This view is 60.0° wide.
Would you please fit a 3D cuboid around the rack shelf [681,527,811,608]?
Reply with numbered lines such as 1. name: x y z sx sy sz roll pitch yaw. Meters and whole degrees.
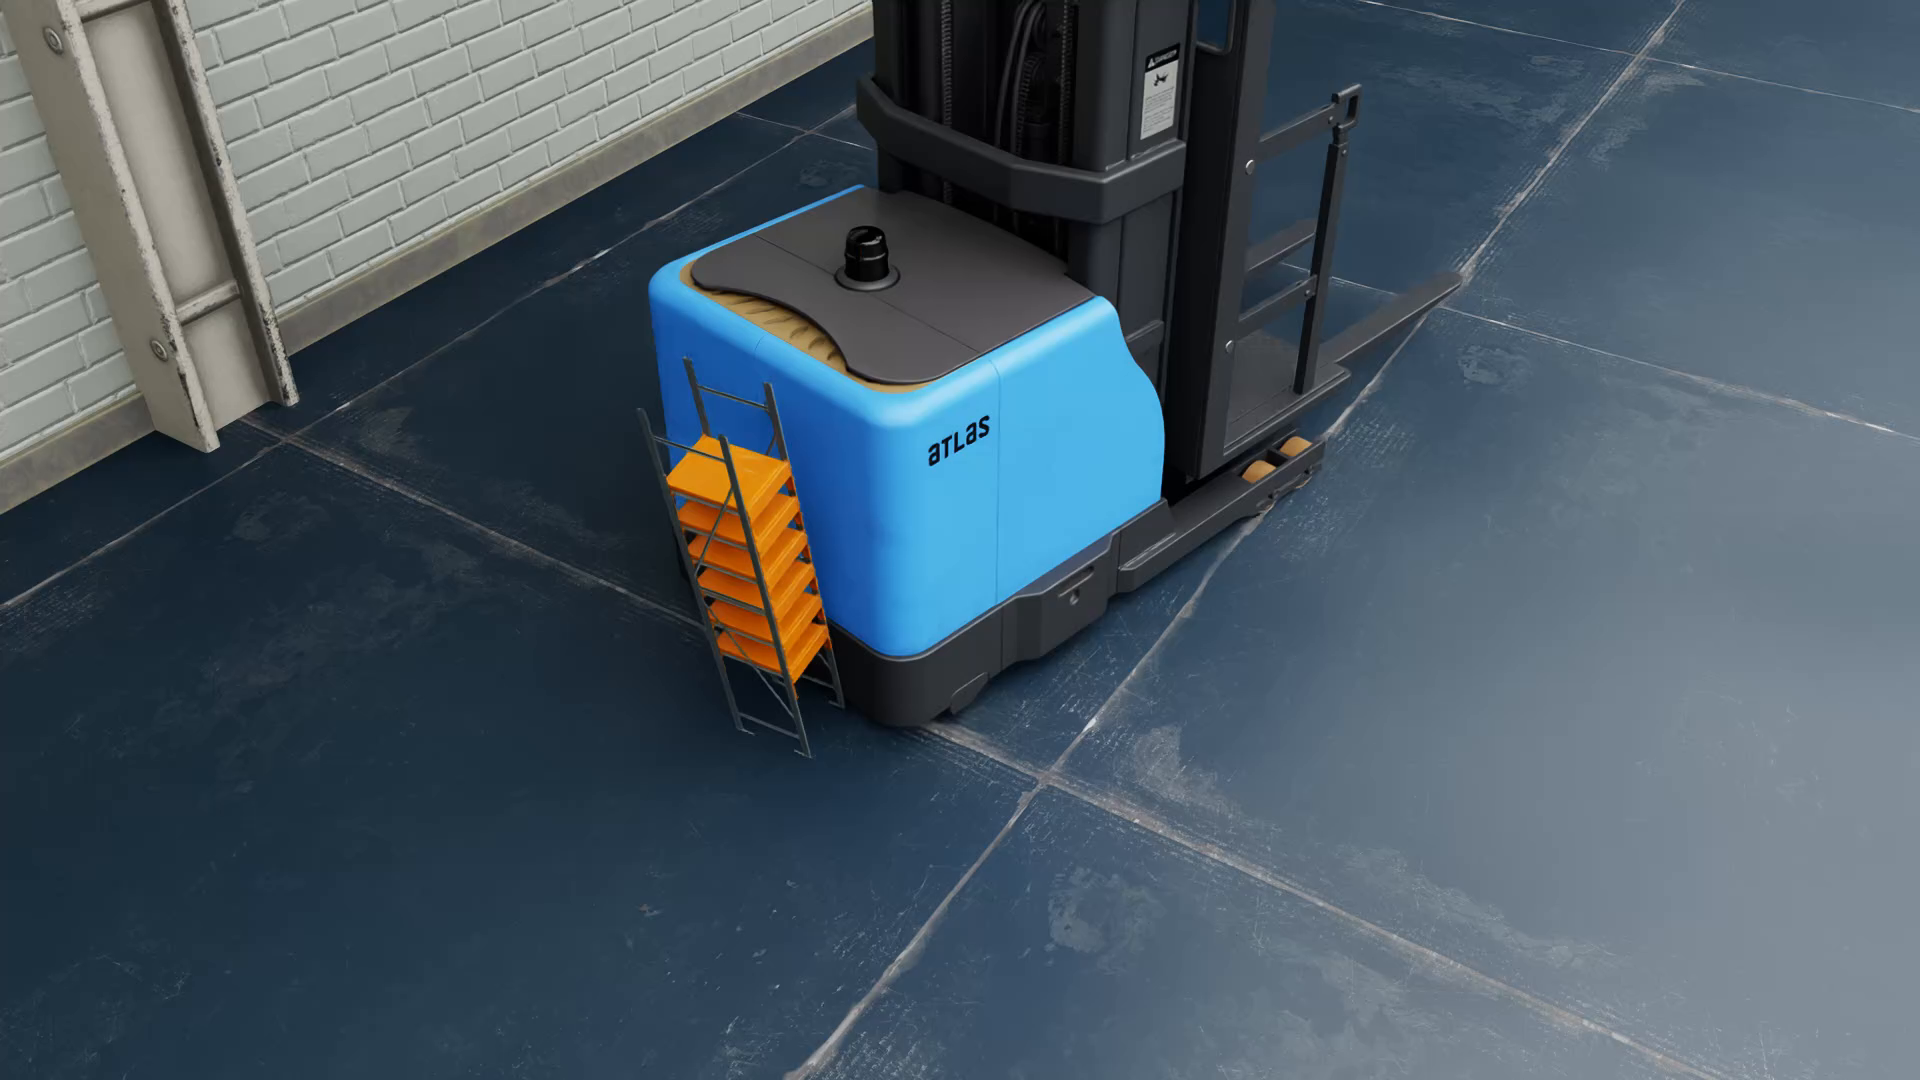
1. rack shelf: -0.524 0.035 4.087 0.258 0.103 0.180 18 52 22

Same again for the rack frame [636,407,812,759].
1. rack frame: -0.560 0.148 4.090 0.240 1.200 0.006 18 52 22

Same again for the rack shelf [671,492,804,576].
1. rack shelf: -0.534 -0.047 4.000 0.258 0.103 0.180 18 52 22

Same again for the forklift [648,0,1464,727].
1. forklift: 0.553 -1.450 4.730 3.031 2.935 1.130 -31 47 -34

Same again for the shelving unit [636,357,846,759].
1. shelving unit: -0.517 0.086 4.143 0.258 1.200 0.189 18 52 22

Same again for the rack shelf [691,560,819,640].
1. rack shelf: -0.513 0.116 4.175 0.258 0.103 0.180 18 52 22

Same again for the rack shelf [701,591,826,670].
1. rack shelf: -0.502 0.197 4.263 0.258 0.103 0.180 18 52 22

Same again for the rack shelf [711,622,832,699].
1. rack shelf: -0.492 0.279 4.350 0.258 0.103 0.180 18 52 22

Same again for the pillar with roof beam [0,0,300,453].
1. pillar with roof beam: 1.062 -2.601 1.254 9.100 9.000 0.400 21 42 25

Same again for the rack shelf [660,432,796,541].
1. rack shelf: -0.545 -0.128 3.912 0.258 0.103 0.180 18 52 22

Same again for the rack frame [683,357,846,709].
1. rack frame: -0.474 0.024 4.195 0.240 1.200 0.006 18 52 22
